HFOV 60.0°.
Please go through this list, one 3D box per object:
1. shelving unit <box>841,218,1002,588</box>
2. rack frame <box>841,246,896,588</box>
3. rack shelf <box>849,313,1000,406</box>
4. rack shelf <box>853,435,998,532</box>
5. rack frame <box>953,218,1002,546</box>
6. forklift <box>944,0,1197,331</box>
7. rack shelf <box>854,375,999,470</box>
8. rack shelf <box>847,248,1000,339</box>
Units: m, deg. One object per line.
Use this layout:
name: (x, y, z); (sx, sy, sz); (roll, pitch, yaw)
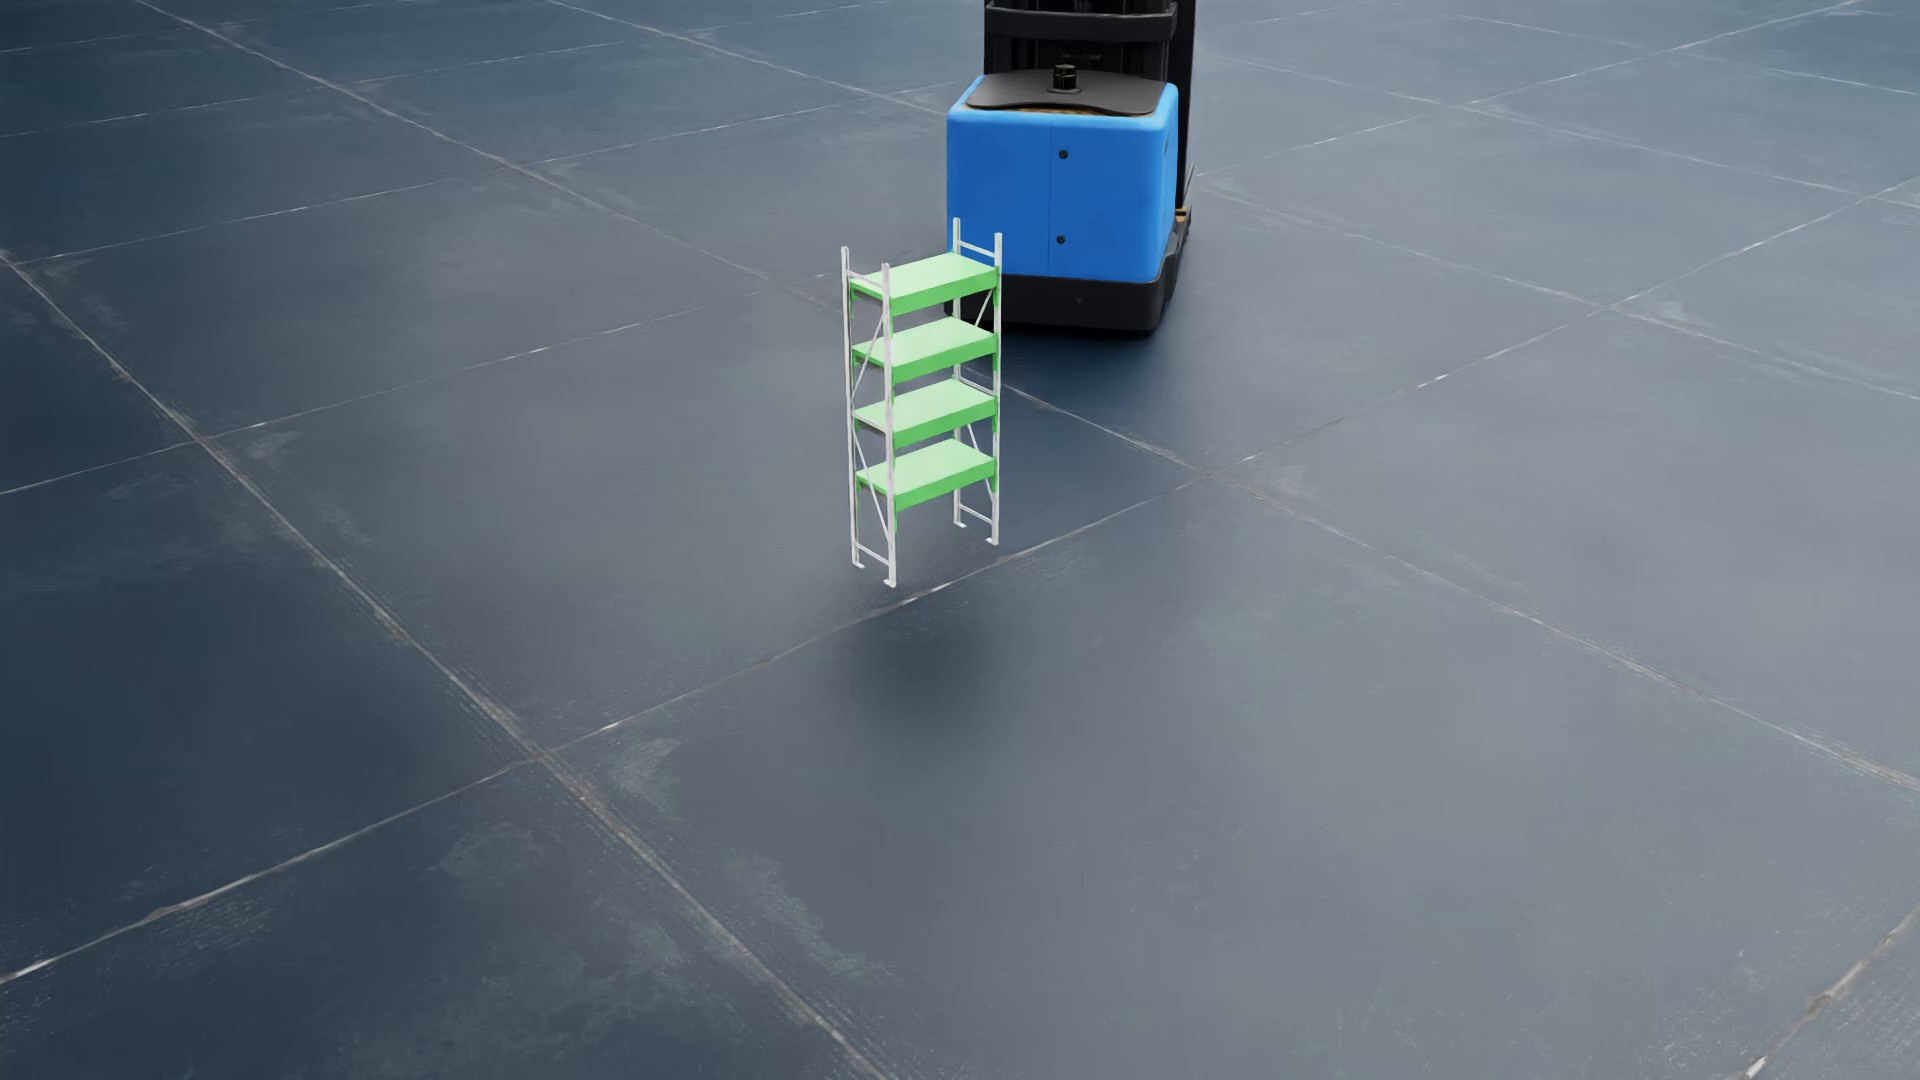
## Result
shelving unit: (-0.126, -0.479, 5.872); (0.503, 1.200, 0.258); (-22, 35, -35)
rack frame: (-0.312, -0.404, 5.733); (0.015, 1.200, 0.240); (-22, 35, -35)
rack shelf: (-0.126, -0.634, 5.789); (0.480, 0.148, 0.258); (-22, 35, -35)
rack shelf: (-0.126, -0.211, 6.016); (0.480, 0.148, 0.258); (-22, 35, -35)
rack frame: (0.060, -0.553, 6.012); (0.015, 1.200, 0.240); (-22, 35, -35)
forklift: (0.716, -2.970, 8.698); (1.130, 2.935, 3.031); (5, 29, 10)
rack shelf: (-0.126, -0.422, 5.903); (0.480, 0.148, 0.258); (-22, 35, -35)
rack shelf: (-0.126, -0.846, 5.676); (0.480, 0.148, 0.258); (-22, 35, -35)
